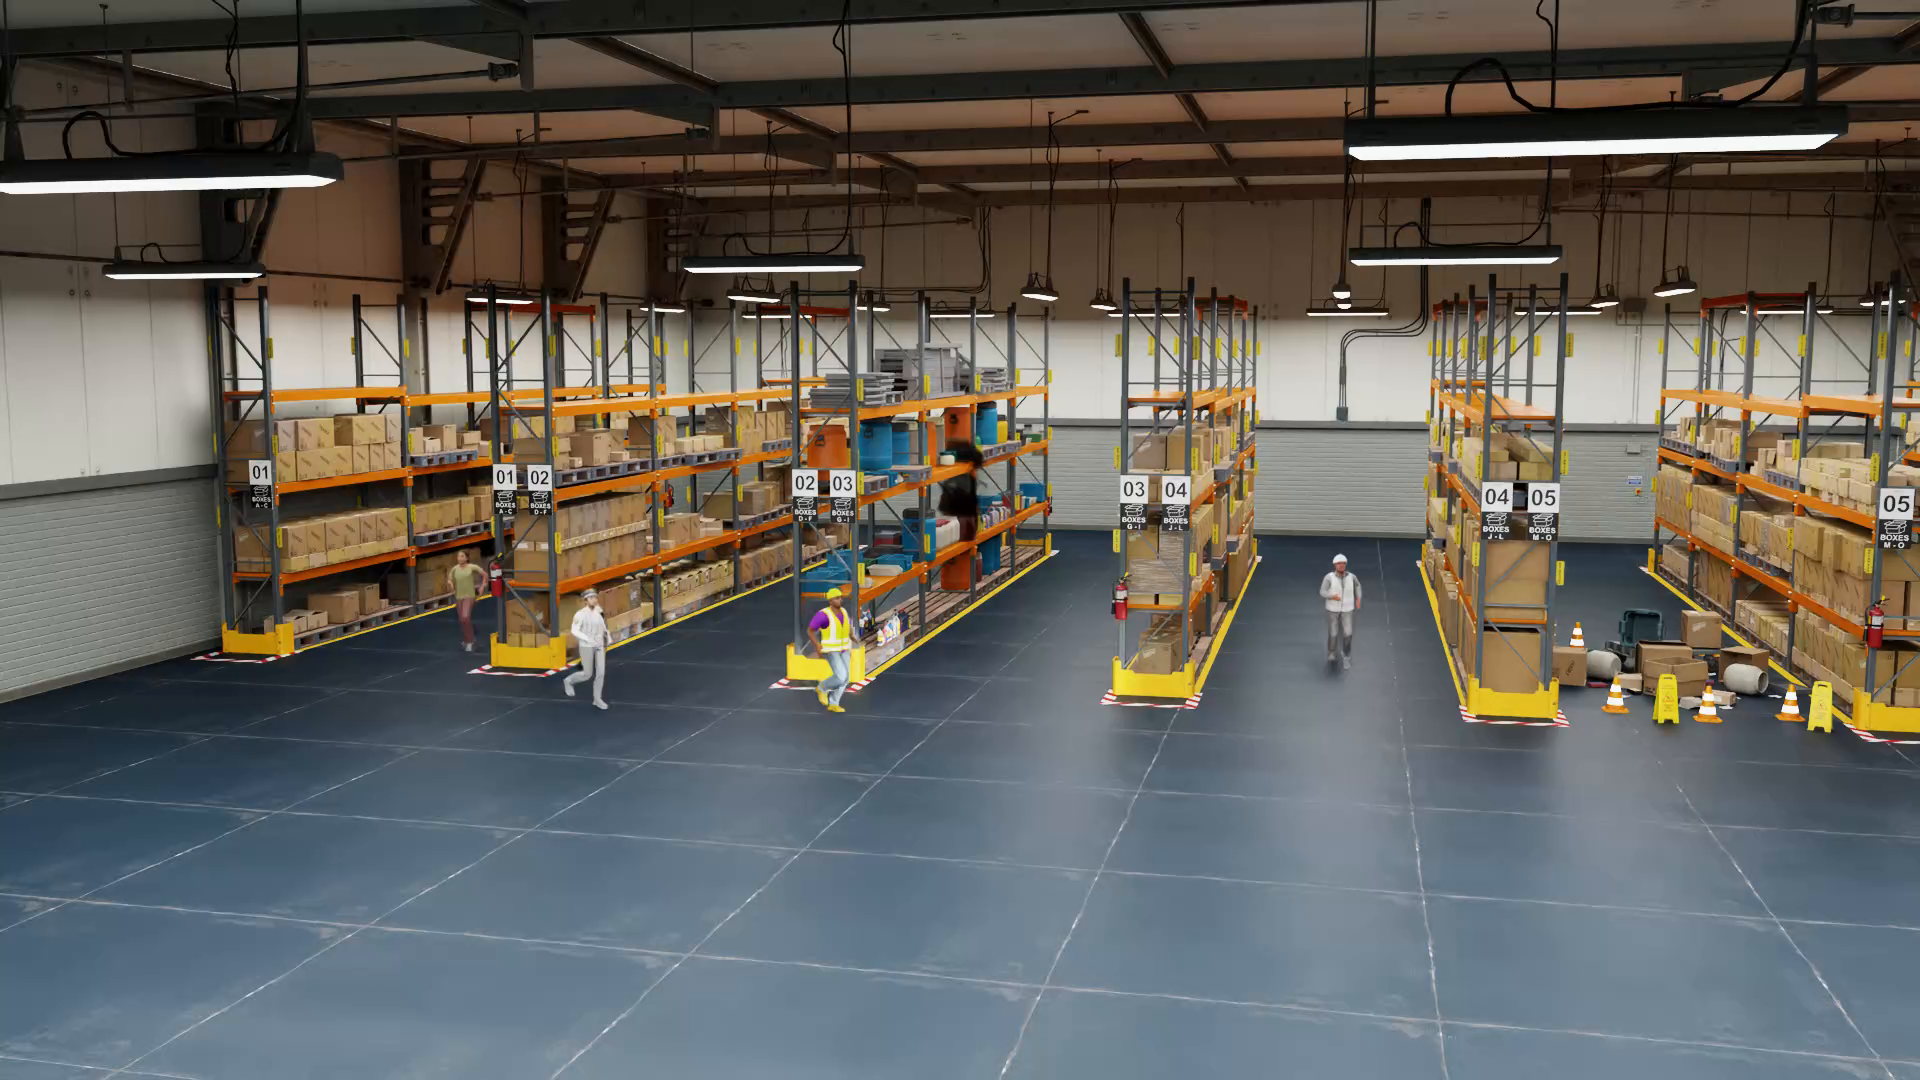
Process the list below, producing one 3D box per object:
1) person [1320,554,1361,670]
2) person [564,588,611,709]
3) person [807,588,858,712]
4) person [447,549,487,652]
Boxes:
[{"bbox_3d":[5.987,1.142,26.175,0.675,1.850,0.748,0,7,4],"label":"person"},{"bbox_3d":[-5.215,1.502,23.410,0.781,1.695,0.624,6,9,41],"label":"person"},{"bbox_3d":[-1.695,1.522,22.893,0.580,1.720,0.707,6,9,42],"label":"person"},{"bbox_3d":[-8.230,1.009,27.718,0.587,1.733,0.709,1,7,9],"label":"person"}]
